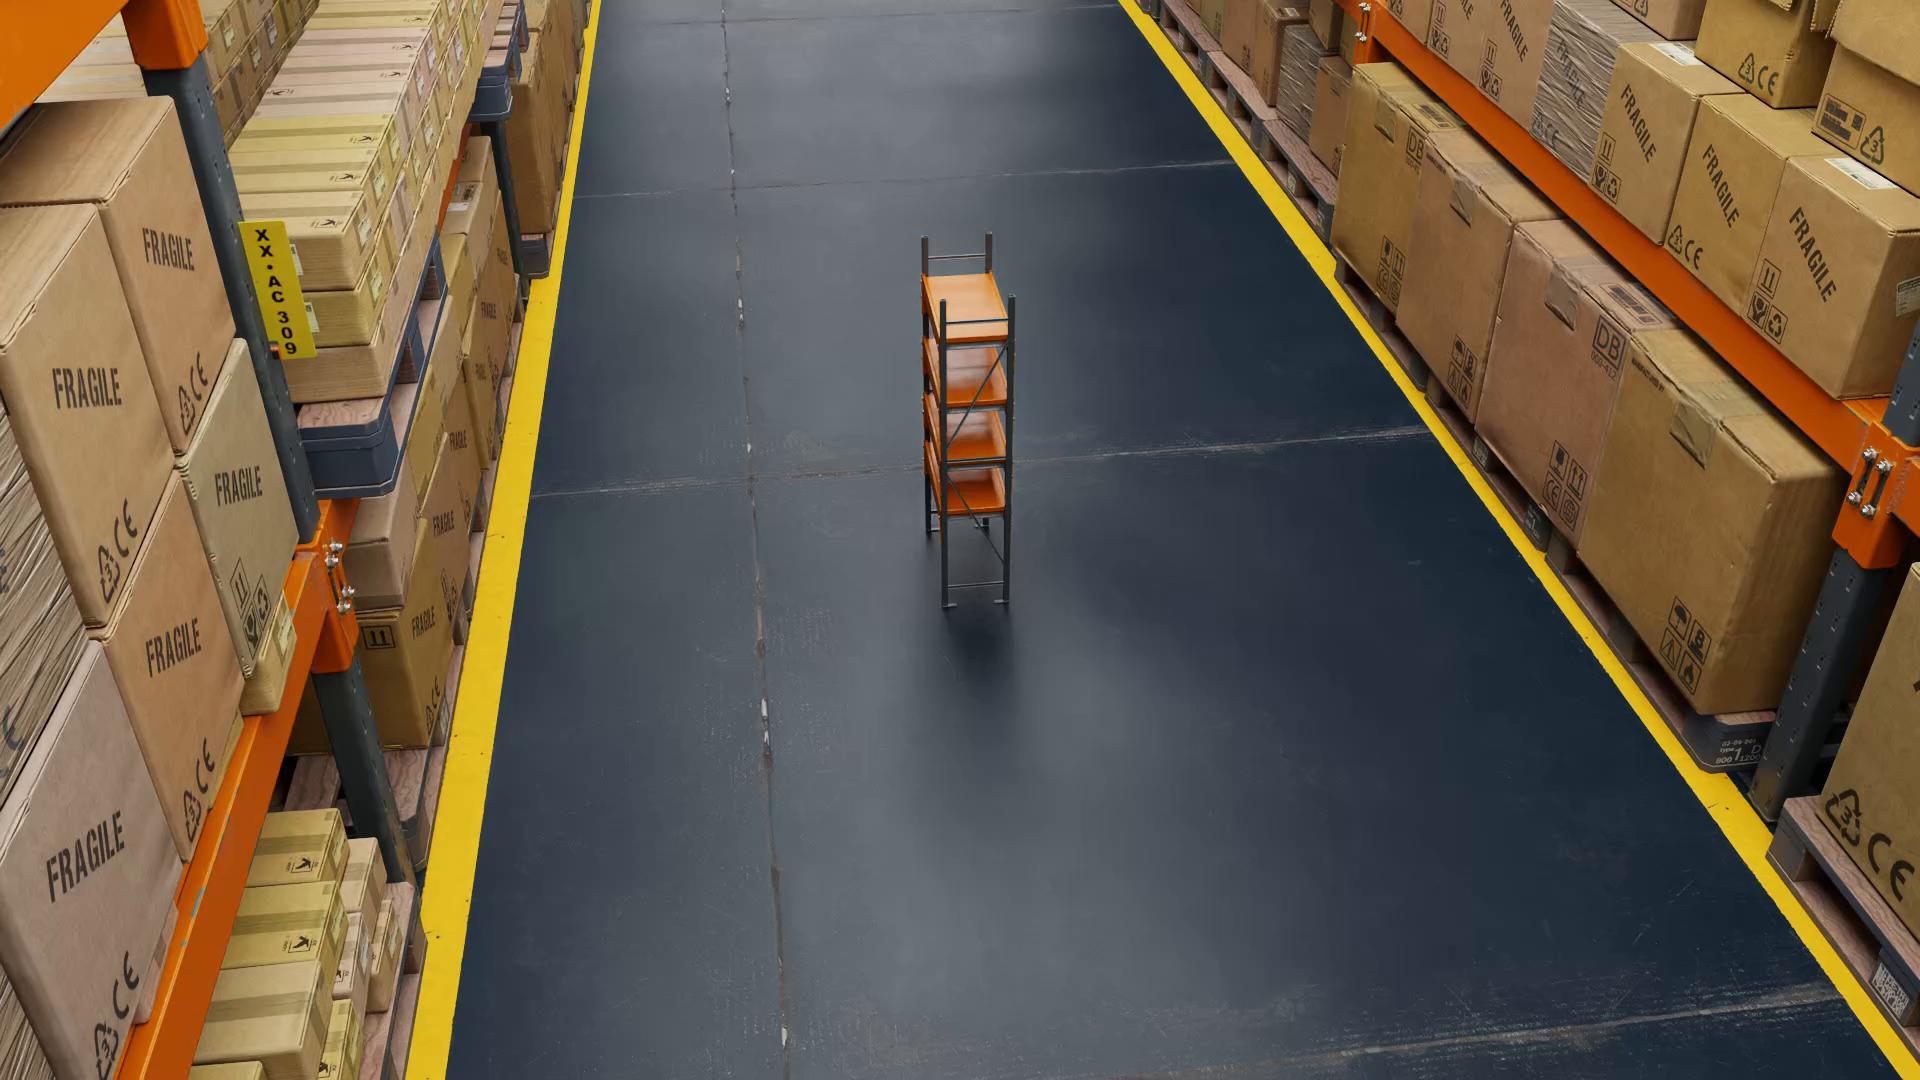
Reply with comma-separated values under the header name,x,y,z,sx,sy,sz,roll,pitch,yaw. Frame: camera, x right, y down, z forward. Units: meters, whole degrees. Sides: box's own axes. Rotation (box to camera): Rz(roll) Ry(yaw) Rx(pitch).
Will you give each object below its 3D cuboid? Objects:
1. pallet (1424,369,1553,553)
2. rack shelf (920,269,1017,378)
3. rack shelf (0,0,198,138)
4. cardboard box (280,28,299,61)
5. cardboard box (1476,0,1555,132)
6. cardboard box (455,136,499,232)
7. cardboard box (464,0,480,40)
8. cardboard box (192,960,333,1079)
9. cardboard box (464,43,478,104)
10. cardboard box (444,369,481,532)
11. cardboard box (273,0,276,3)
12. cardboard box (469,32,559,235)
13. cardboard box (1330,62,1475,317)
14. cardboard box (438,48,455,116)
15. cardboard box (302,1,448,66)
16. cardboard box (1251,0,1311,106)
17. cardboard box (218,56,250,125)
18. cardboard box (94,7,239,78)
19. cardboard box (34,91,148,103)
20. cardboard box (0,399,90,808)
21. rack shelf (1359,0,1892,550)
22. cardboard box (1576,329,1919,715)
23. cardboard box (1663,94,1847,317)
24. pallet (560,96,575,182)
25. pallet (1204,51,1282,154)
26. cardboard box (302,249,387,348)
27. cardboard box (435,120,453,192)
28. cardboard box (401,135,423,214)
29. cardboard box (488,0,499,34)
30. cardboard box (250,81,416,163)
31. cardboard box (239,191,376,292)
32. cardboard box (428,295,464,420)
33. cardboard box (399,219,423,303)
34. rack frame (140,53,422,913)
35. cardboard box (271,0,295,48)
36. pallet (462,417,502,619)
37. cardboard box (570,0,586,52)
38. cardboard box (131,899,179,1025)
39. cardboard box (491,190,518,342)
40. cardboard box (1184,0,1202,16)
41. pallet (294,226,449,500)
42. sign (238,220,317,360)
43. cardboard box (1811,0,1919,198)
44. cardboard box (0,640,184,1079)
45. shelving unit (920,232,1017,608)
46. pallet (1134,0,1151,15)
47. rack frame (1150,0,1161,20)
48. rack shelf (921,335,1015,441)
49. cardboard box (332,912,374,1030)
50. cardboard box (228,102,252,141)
name,x,y,z,sx,sy,sz,roll,pitch,yaw
pallet,2.563,-0.410,6.665,1.003,0.211,1.213,-4,35,-6
rack shelf,0.022,-0.728,5.555,0.258,0.148,0.480,-4,35,-6
rack shelf,-1.750,0.038,1.506,1.077,0.370,4.000,-4,35,-6
cardboard box,-2.587,-1.722,5.964,0.380,0.149,0.250,-3,34,-4
cardboard box,2.311,-1.864,6.233,0.500,0.500,0.500,-5,35,-7
cardboard box,-2.206,-1.457,6.905,0.500,0.250,0.500,-5,35,-8
cardboard box,-1.931,-1.885,5.938,0.380,0.149,0.250,-4,35,-6
cardboard box,-1.599,1.079,3.633,0.380,0.149,0.250,-5,35,-7
cardboard box,-1.901,-1.626,5.823,0.380,0.149,0.250,-6,35,-8
cardboard box,-2.013,-0.296,5.867,0.500,0.500,0.500,-4,34,-6
cardboard box,-2.585,-1.977,5.809,0.380,0.149,0.250,-6,35,-8
cardboard box,-2.550,-1.959,8.086,1.050,0.750,0.750,-5,35,-7
cardboard box,2.443,-1.596,7.443,1.225,0.875,0.875,-6,35,-9
cardboard box,-1.829,-1.456,5.309,0.380,0.149,0.250,-5,35,-7
cardboard box,-1.831,-1.578,5.224,0.380,0.149,0.250,-3,34,-5
cardboard box,2.091,-2.833,9.573,0.700,0.500,0.500,-2,34,-2
cardboard box,-2.477,-1.407,5.237,0.380,0.149,0.250,-3,34,-5
cardboard box,-2.479,-1.539,5.166,0.380,0.149,0.250,-5,35,-7
cardboard box,-2.372,-1.102,4.525,0.380,0.149,0.250,-4,35,-7
cardboard box,-1.559,0.103,2.195,0.500,0.500,0.500,-4,34,-5
rack shelf,2.640,-1.274,6.095,1.077,0.370,4.000,-4,35,-6
cardboard box,2.803,-0.107,5.257,1.225,0.875,0.875,-4,35,-6
cardboard box,2.516,-1.014,4.985,0.500,0.500,0.500,-3,34,-5
pallet,-2.750,-2.341,9.498,1.003,0.211,1.213,-4,35,-6
pallet,2.107,-2.651,9.952,1.003,0.211,1.213,-4,35,-6
cardboard box,-1.617,-0.584,4.029,0.380,0.149,0.250,-4,34,-6
cardboard box,-1.798,-1.189,5.181,0.380,0.149,0.250,-5,35,-7
cardboard box,-1.724,-1.017,4.665,0.380,0.149,0.250,-6,35,-8
cardboard box,-2.004,-2.059,6.458,0.380,0.149,0.250,-4,35,-7
cardboard box,-1.723,-1.144,4.587,0.380,0.149,0.250,-5,35,-7
cardboard box,-1.617,-0.706,3.945,0.380,0.149,0.250,-3,34,-4
cardboard box,-1.995,-0.601,5.649,0.500,0.250,0.500,-3,34,-5
cardboard box,-1.690,-0.755,4.544,0.380,0.149,0.250,-4,34,-6
rack frame,-2.019,-0.136,3.786,1.000,3.000,0.127,-4,35,-6
cardboard box,-2.579,-1.835,5.866,0.380,0.149,0.250,-4,35,-6
pallet,-2.293,-0.101,6.210,1.003,0.211,1.213,-4,35,-6
cardboard box,-2.923,-3.505,10.354,1.050,0.750,0.750,-5,35,-7
cardboard box,-1.553,0.693,2.792,0.380,0.149,0.250,-6,35,-8
cardboard box,-2.210,-1.162,7.138,0.500,0.500,0.500,-5,35,-7
cardboard box,1.894,-3.724,10.880,0.700,0.500,0.500,-7,35,-10
pallet,-1.978,-0.494,4.482,1.003,0.211,1.213,-4,35,-6
sign,-1.483,-0.539,3.609,0.100,0.325,0.005,-4,35,-6
cardboard box,2.815,-1.267,4.466,0.797,0.503,0.637,-5,35,-8
cardboard box,-1.540,0.516,2.477,0.500,0.500,0.500,-5,35,-7
shelving unit,0.022,-0.403,5.777,0.258,1.200,0.503,-4,35,-6
pallet,1.708,-4.140,12.137,1.003,0.211,1.213,-4,35,-6
rack frame,1.833,-4.920,10.806,1.000,3.000,0.127,-4,35,-6
rack shelf,0.022,-0.533,5.688,0.258,0.148,0.480,-4,35,-6
cardboard box,-1.613,1.047,3.944,0.380,0.149,0.250,-6,35,-9
cardboard box,-2.483,-1.288,5.327,0.380,0.149,0.250,-5,35,-8
